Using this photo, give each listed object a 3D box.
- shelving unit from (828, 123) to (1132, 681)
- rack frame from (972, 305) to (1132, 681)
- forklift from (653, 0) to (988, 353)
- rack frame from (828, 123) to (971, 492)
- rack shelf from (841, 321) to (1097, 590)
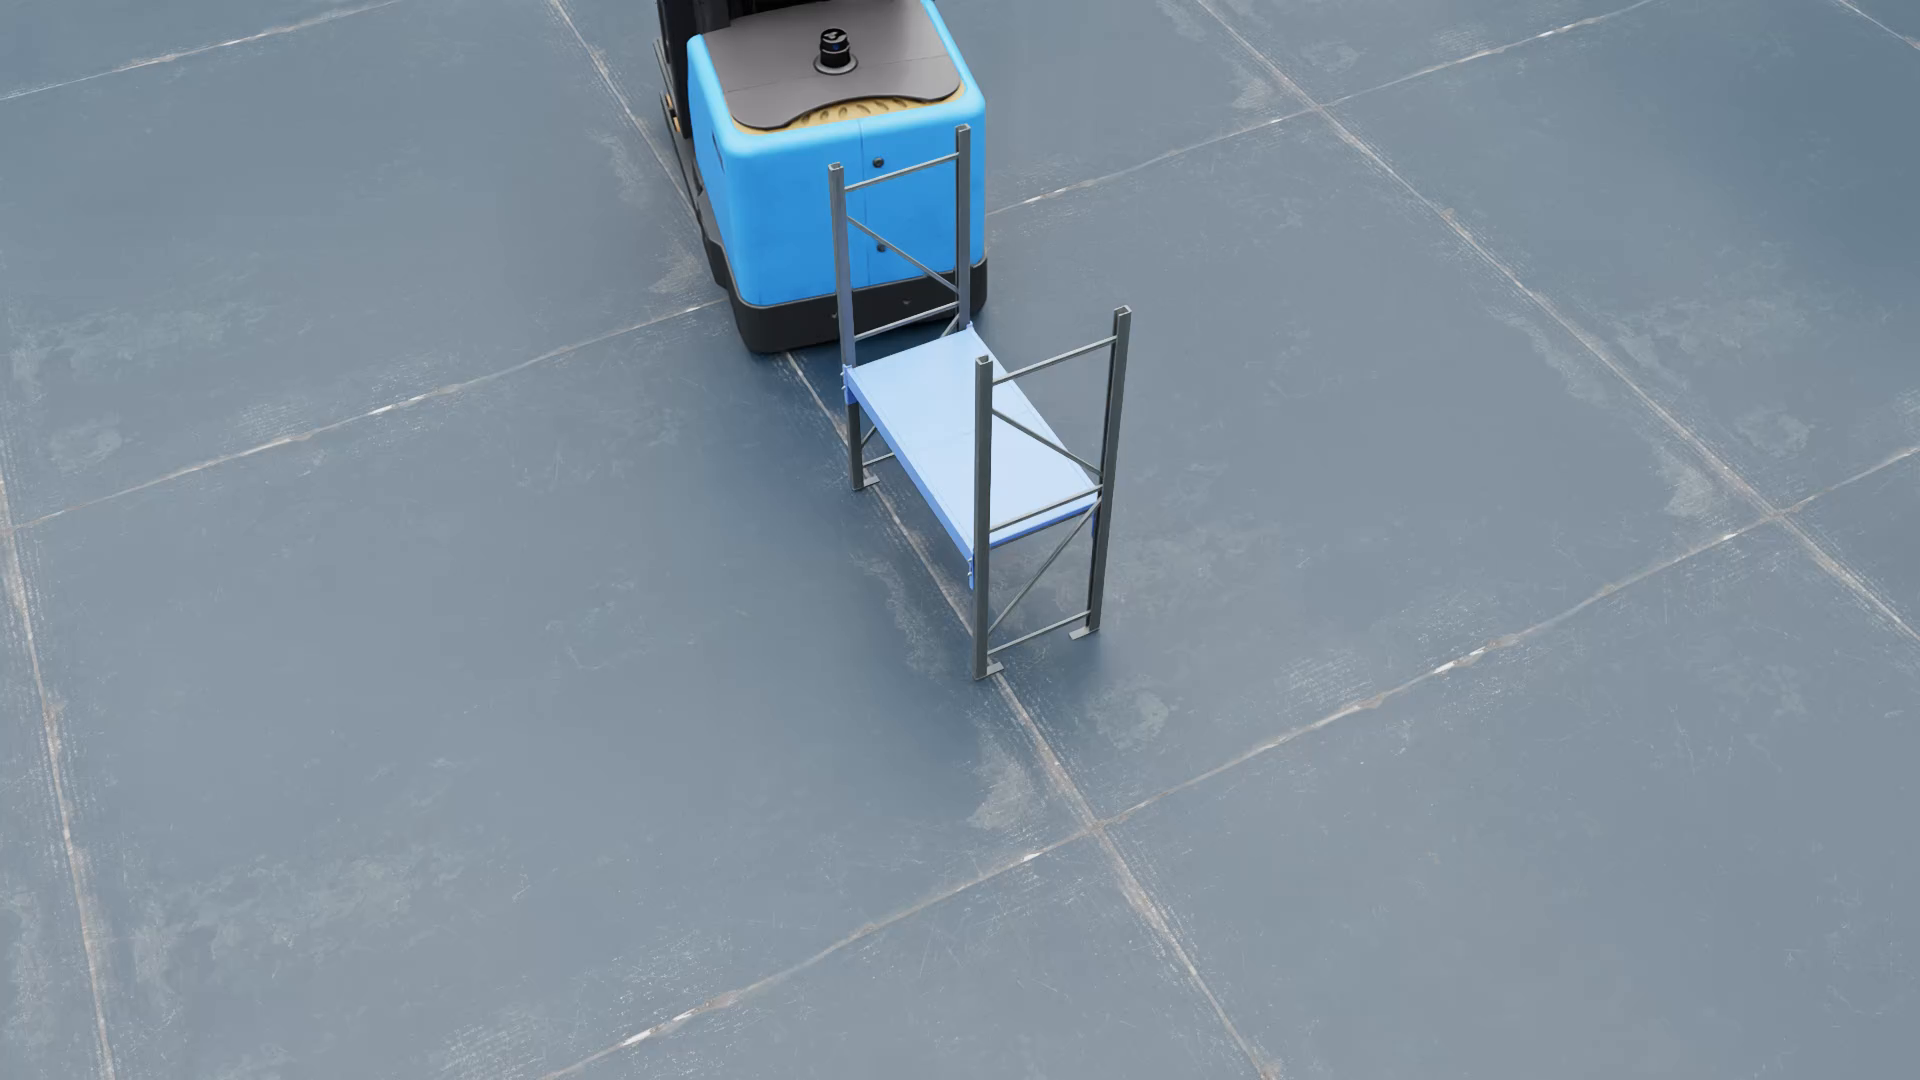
[{"bbox_3d":[0.039,-0.437,5.636,0.538,1.500,1.048,-21,52,-18],"label":"shelving unit"},{"bbox_3d":[0.272,-0.096,5.338,0.500,1.500,0.032,-21,52,-18],"label":"rack frame"},{"bbox_3d":[-0.797,-2.872,6.814,1.130,2.935,3.031,-13,50,-11],"label":"forklift"},{"bbox_3d":[-0.194,-0.777,5.933,0.500,1.500,0.032,-21,52,-18],"label":"rack frame"},{"bbox_3d":[0.039,-0.318,5.771,0.538,0.185,1.000,-21,52,-18],"label":"rack shelf"}]
